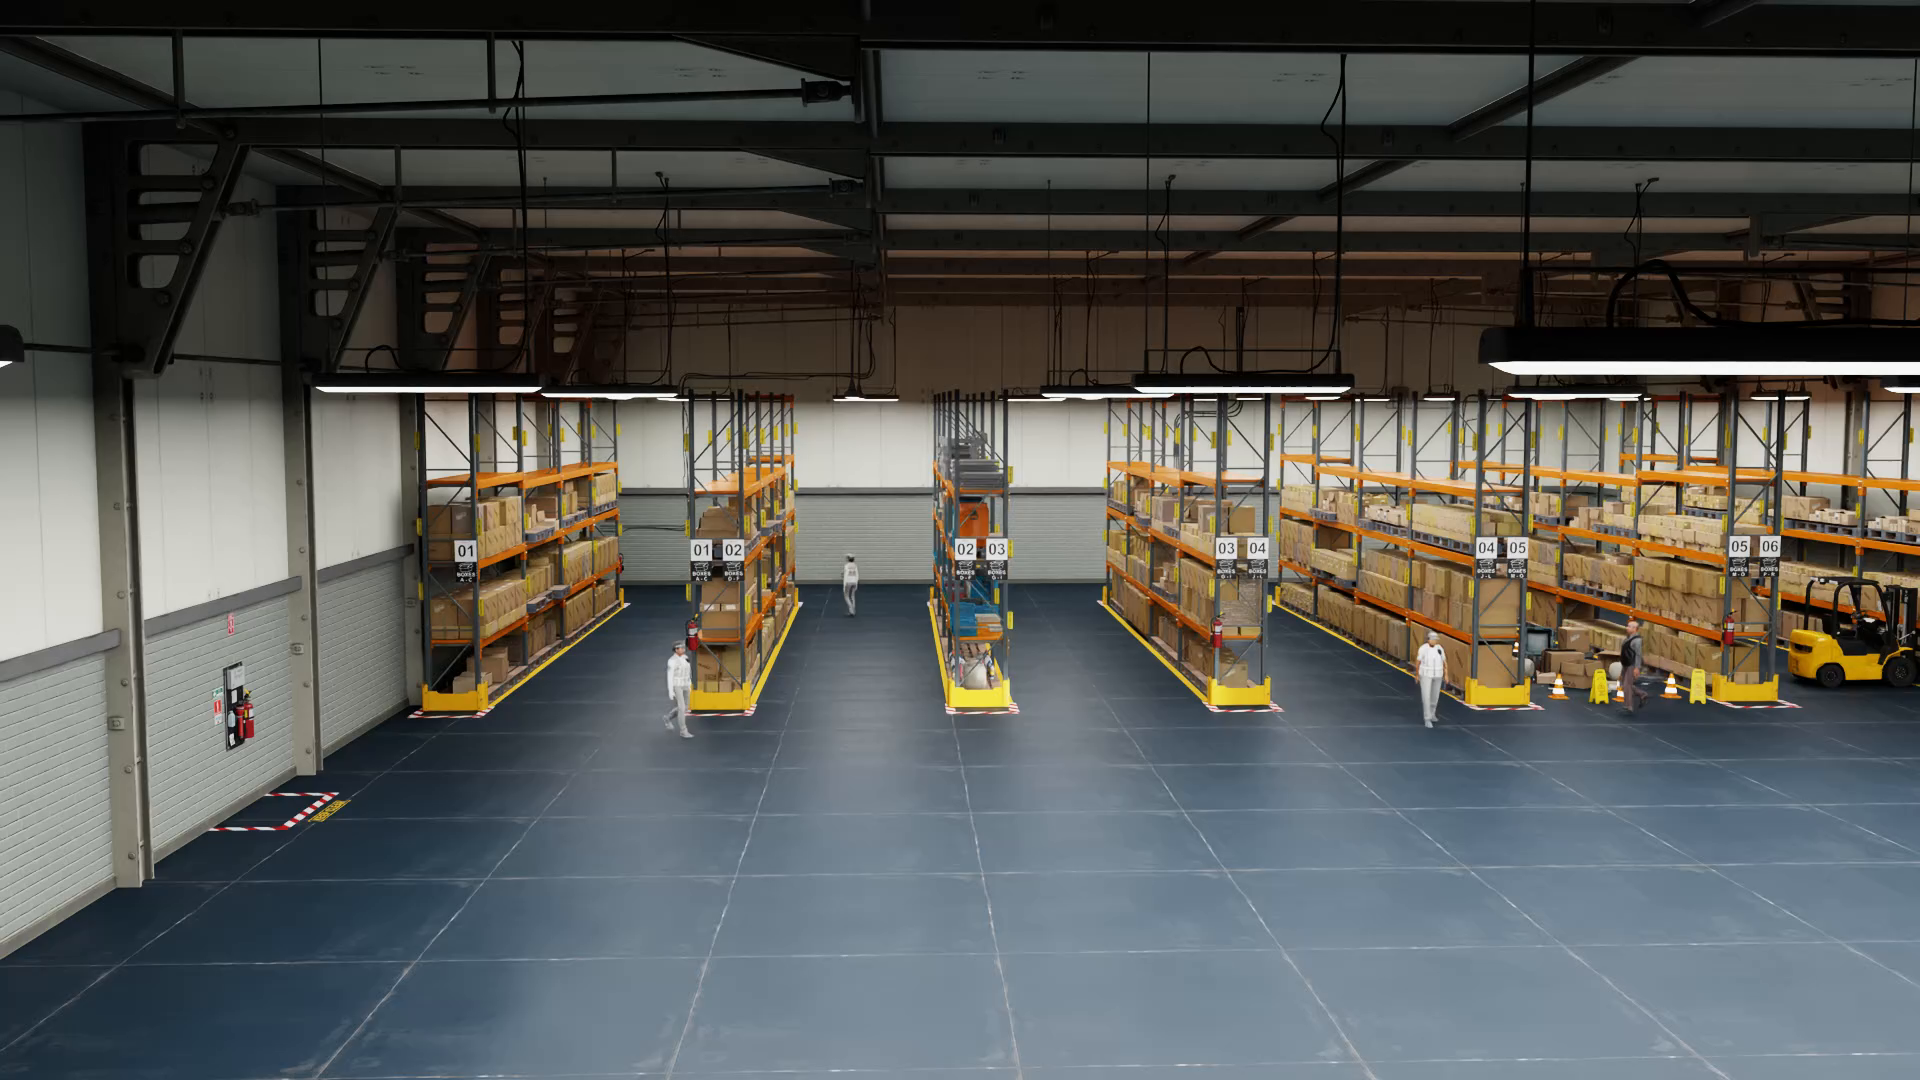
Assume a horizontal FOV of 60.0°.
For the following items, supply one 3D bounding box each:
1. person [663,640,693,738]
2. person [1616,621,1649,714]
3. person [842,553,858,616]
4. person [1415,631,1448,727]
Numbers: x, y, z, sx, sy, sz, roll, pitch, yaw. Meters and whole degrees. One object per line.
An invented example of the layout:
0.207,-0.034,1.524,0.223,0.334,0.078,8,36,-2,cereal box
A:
-4.856,2.540,28.738,0.771,1.655,0.535,3,6,32,person
12.474,2.352,30.743,0.709,1.705,0.541,0,5,-4,person
-2.963,1.234,45.086,0.527,1.741,0.394,-4,6,-43,person
8.463,2.474,29.797,0.534,1.685,0.652,0,5,-3,person
